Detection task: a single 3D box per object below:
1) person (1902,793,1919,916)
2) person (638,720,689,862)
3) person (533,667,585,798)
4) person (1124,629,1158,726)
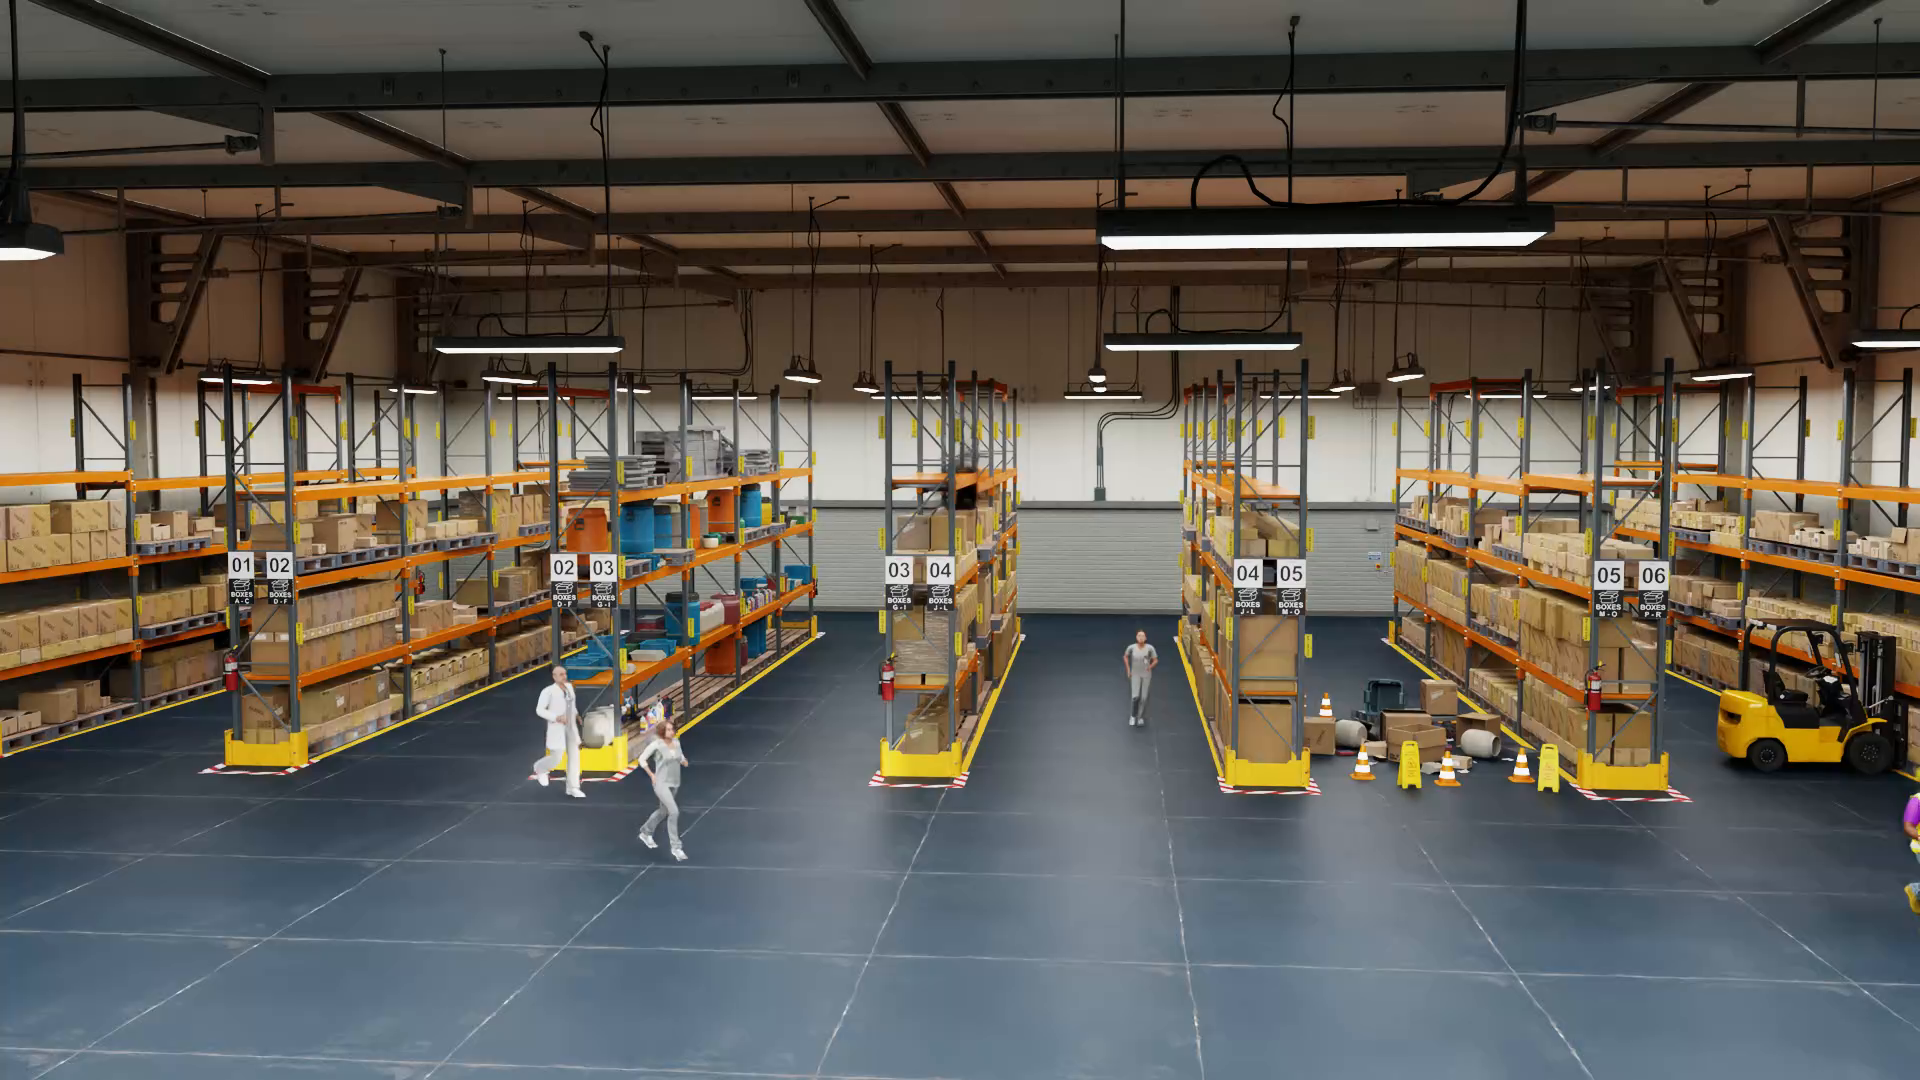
[{"bbox_3d":[9.603,3.068,16.436,0.736,1.726,0.612,-2,4,-28],"label":"person"},{"bbox_3d":[-3.469,2.916,19.572,0.792,1.629,0.519,3,5,34],"label":"person"},{"bbox_3d":[-5.494,2.647,22.827,0.992,1.660,0.726,3,5,40],"label":"person"},{"bbox_3d":[3.054,2.322,28.037,0.569,1.647,0.642,0,4,3],"label":"person"}]
